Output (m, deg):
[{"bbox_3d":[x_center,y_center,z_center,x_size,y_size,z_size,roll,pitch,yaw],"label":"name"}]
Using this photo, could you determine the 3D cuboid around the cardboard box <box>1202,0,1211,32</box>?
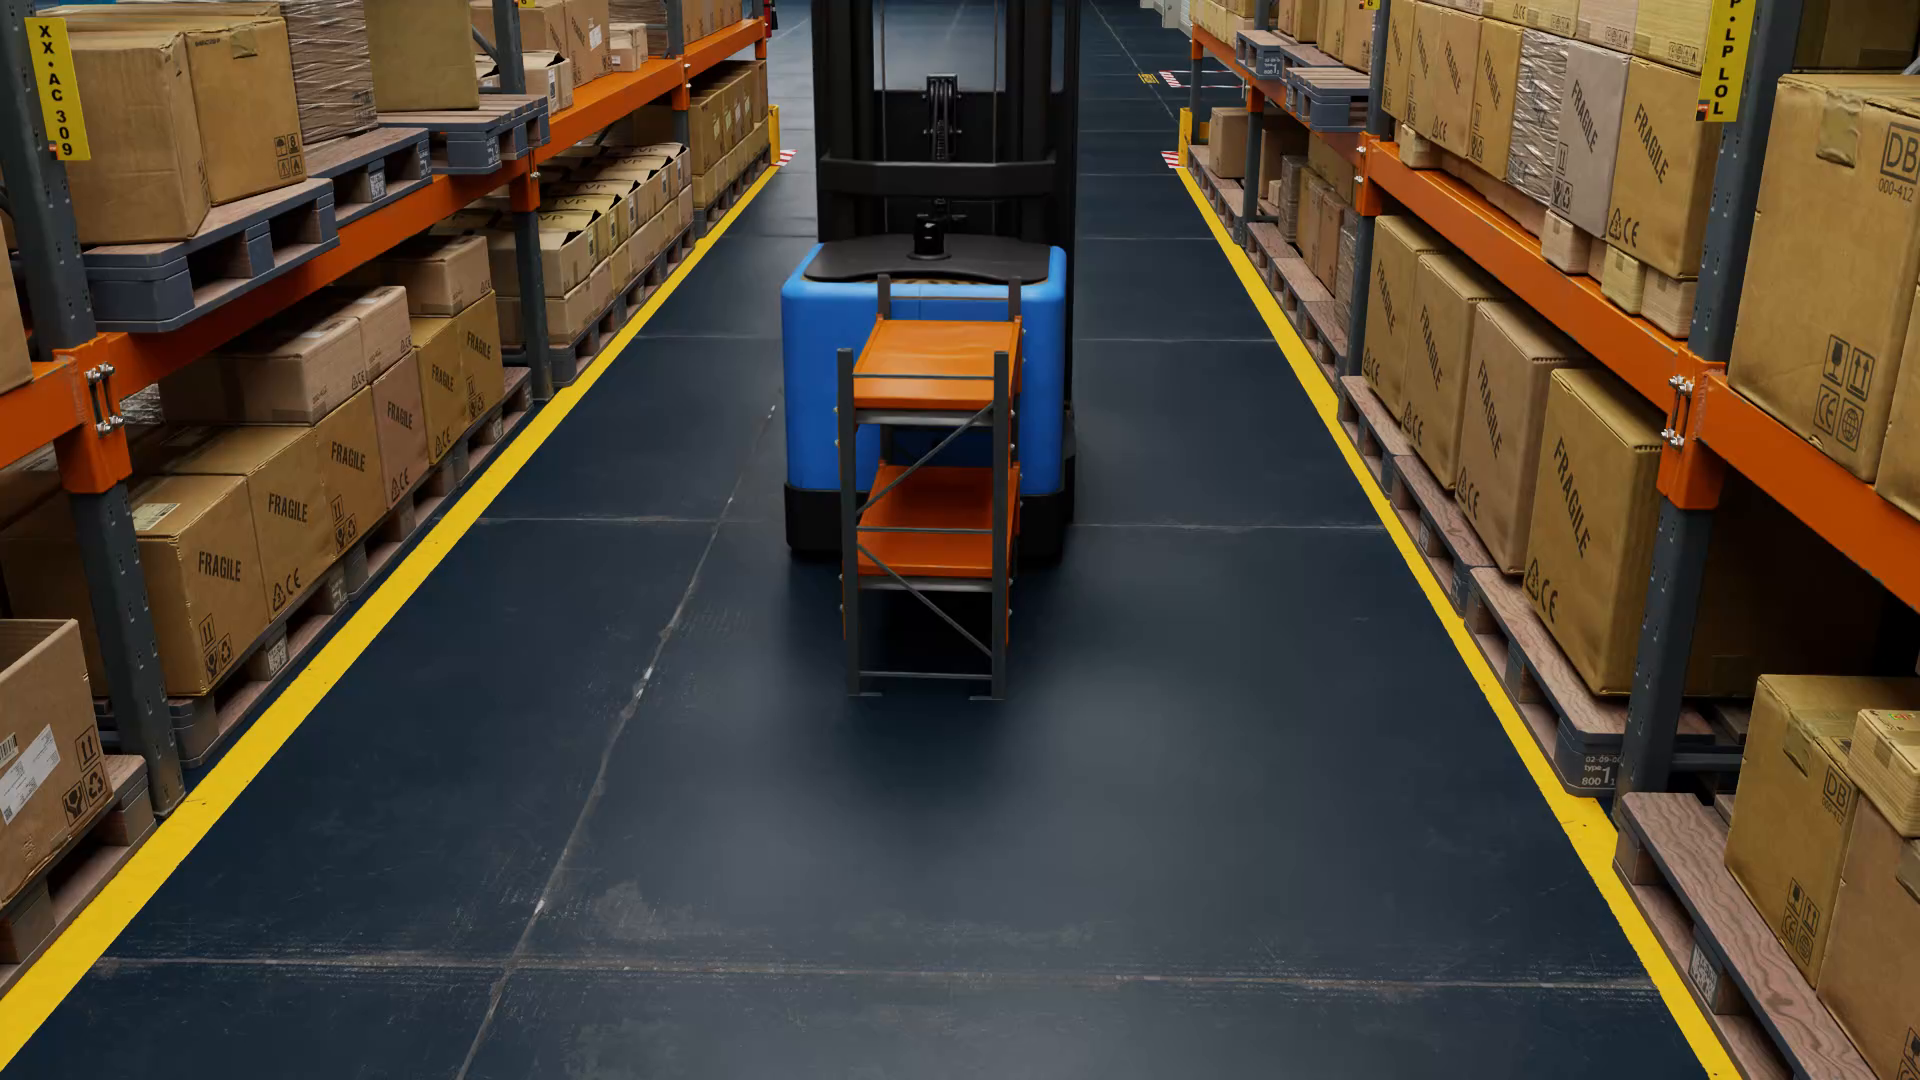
[{"bbox_3d":[2.290,-4.340,13.748,0.500,0.250,0.500,0,21,1],"label":"cardboard box"}]

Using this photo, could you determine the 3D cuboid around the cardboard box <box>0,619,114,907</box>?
[{"bbox_3d":[-2.405,0.509,3.917,0.500,0.500,0.500,1,21,2],"label":"cardboard box"}]

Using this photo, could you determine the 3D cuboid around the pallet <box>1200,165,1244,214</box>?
[{"bbox_3d":[2.543,-2.885,13.673,1.003,0.211,1.213,1,21,2],"label":"pallet"}]

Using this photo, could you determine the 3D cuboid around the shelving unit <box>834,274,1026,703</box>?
[{"bbox_3d":[-0.073,-0.210,5.514,0.538,1.125,1.048,1,21,4],"label":"shelving unit"}]

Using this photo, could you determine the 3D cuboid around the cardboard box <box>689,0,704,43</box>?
[{"bbox_3d":[-2.392,-4.132,12.893,0.700,0.500,0.500,1,21,2],"label":"cardboard box"}]

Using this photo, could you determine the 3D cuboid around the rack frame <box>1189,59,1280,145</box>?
[{"bbox_3d":[2.645,-4.946,15.129,1.000,3.000,0.127,1,21,2],"label":"rack frame"}]

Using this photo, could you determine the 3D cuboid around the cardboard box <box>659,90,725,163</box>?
[{"bbox_3d":[-2.094,-3.161,12.714,0.500,0.500,0.500,1,21,2],"label":"cardboard box"}]

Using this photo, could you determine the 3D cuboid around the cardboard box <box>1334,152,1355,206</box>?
[{"bbox_3d":[2.462,-2.095,9.592,0.500,0.250,0.500,1,21,1],"label":"cardboard box"}]

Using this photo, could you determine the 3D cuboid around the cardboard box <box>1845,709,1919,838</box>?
[{"bbox_3d":[1.962,0.451,3.198,0.380,0.149,0.250,1,21,3],"label":"cardboard box"}]

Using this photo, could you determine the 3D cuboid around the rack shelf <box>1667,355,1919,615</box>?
[{"bbox_3d":[2.219,0.451,2.213,1.077,0.370,4.000,1,21,2],"label":"rack shelf"}]

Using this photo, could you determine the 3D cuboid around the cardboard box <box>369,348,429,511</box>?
[{"bbox_3d":[-2.370,-0.429,6.334,0.500,0.500,0.500,0,21,0],"label":"cardboard box"}]

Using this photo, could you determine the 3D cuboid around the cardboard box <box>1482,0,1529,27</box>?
[{"bbox_3d":[2.094,-1.876,5.604,0.500,0.250,0.500,0,21,1],"label":"cardboard box"}]

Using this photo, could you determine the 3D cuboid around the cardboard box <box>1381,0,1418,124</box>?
[{"bbox_3d":[2.131,-2.075,7.153,0.500,0.500,0.500,1,21,3],"label":"cardboard box"}]

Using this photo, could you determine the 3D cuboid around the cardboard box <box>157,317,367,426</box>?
[{"bbox_3d":[-2.383,-0.583,5.696,0.500,0.250,0.500,1,21,2],"label":"cardboard box"}]

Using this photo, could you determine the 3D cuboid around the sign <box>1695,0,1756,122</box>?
[{"bbox_3d":[1.737,-1.112,3.758,0.100,0.325,0.005,1,21,2],"label":"sign"}]

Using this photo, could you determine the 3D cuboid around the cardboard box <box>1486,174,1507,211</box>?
[{"bbox_3d":[2.124,-1.274,5.986,0.380,0.149,0.250,1,21,2],"label":"cardboard box"}]

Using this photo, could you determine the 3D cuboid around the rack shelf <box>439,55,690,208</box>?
[{"bbox_3d":[-2.489,-2.494,9.805,1.077,0.370,4.000,1,21,2],"label":"rack shelf"}]

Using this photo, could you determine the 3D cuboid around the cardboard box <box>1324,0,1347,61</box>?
[{"bbox_3d":[2.421,-2.926,9.176,0.700,0.500,0.500,1,21,2],"label":"cardboard box"}]

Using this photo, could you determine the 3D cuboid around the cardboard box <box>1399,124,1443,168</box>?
[{"bbox_3d":[2.051,-1.643,6.936,0.380,0.149,0.250,1,21,3],"label":"cardboard box"}]

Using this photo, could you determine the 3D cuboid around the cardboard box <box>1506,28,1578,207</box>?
[{"bbox_3d":[2.071,-1.337,5.252,0.500,0.500,0.500,1,21,2],"label":"cardboard box"}]

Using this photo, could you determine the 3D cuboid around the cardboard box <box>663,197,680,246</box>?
[{"bbox_3d":[-2.168,-2.131,11.094,0.500,0.250,0.500,0,21,1],"label":"cardboard box"}]

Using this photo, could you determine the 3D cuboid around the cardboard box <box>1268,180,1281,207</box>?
[{"bbox_3d":[2.509,-2.578,12.334,0.380,0.166,0.250,-2,21,-5],"label":"cardboard box"}]

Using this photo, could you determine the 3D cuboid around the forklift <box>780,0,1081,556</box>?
[{"bbox_3d":[-0.039,-1.795,7.104,1.130,2.935,3.031,1,21,4],"label":"forklift"}]

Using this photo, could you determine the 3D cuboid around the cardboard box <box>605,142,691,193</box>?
[{"bbox_3d":[-2.154,-2.578,11.473,0.500,0.311,0.500,1,21,2],"label":"cardboard box"}]

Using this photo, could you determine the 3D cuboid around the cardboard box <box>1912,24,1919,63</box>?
[{"bbox_3d":[2.554,-1.315,4.157,0.500,0.250,0.500,1,21,3],"label":"cardboard box"}]

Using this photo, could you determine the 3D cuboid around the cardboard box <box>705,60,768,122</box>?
[{"bbox_3d":[-2.026,-4.065,15.043,0.500,0.500,0.500,1,21,2],"label":"cardboard box"}]

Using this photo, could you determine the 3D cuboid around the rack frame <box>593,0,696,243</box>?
[{"bbox_3d":[-2.428,-3.553,11.538,1.000,3.000,0.127,1,21,2],"label":"rack frame"}]

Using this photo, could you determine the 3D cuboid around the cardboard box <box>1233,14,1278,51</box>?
[{"bbox_3d":[2.235,-3.614,11.875,0.500,0.250,0.500,1,21,2],"label":"cardboard box"}]

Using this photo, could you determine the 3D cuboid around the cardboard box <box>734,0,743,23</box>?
[{"bbox_3d":[-2.334,-4.877,14.813,0.700,0.500,0.500,1,21,2],"label":"cardboard box"}]

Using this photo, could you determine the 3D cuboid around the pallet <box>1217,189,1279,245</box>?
[{"bbox_3d":[2.508,-2.443,12.533,1.003,0.211,1.213,1,21,2],"label":"pallet"}]

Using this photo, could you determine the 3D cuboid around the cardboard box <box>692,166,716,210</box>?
[{"bbox_3d":[-2.111,-2.631,12.383,0.500,0.250,0.500,1,21,2],"label":"cardboard box"}]

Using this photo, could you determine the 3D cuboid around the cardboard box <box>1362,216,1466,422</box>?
[{"bbox_3d":[2.248,-0.982,7.305,0.750,0.750,0.750,0,21,1],"label":"cardboard box"}]

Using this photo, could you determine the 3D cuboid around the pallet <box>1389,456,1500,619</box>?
[{"bbox_3d":[2.262,-0.029,6.312,1.003,0.211,1.213,1,21,2],"label":"pallet"}]

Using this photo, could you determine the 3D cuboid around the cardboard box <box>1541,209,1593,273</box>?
[{"bbox_3d":[1.993,-0.905,5.035,0.380,0.149,0.250,1,21,2],"label":"cardboard box"}]

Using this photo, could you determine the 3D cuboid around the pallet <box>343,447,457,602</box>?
[{"bbox_3d":[-2.650,-0.097,6.487,1.003,0.211,1.213,1,21,2],"label":"pallet"}]

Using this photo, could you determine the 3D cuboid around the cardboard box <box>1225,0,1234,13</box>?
[{"bbox_3d":[2.238,-4.143,12.204,0.500,0.500,0.500,1,21,1],"label":"cardboard box"}]

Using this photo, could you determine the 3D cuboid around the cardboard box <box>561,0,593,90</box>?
[{"bbox_3d":[-2.499,-2.950,9.848,0.500,0.500,0.500,1,21,2],"label":"cardboard box"}]

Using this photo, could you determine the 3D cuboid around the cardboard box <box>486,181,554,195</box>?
[{"bbox_3d":[-2.735,-2.025,10.048,0.500,0.311,0.500,1,21,3],"label":"cardboard box"}]

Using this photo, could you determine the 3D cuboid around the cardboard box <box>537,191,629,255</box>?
[{"bbox_3d":[-2.215,-1.842,9.576,0.500,0.311,0.500,0,21,0],"label":"cardboard box"}]

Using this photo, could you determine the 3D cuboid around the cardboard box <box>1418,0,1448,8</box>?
[{"bbox_3d":[2.114,-2.242,6.546,0.500,0.250,0.500,0,21,1],"label":"cardboard box"}]

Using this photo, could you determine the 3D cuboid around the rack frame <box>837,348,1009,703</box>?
[{"bbox_3d":[-0.108,-0.026,5.041,0.500,1.125,0.032,1,21,4],"label":"rack frame"}]

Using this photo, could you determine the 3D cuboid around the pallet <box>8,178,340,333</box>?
[{"bbox_3d":[-2.538,-0.858,4.860,1.003,0.211,1.213,1,21,2],"label":"pallet"}]

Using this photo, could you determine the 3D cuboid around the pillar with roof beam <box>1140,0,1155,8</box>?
[{"bbox_3d":[-0.085,-16.205,35.853,9.100,9.000,0.400,1,21,2],"label":"pillar with roof beam"}]

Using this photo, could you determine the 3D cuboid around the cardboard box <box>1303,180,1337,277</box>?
[{"bbox_3d":[2.496,-1.902,10.130,0.700,0.500,0.500,1,21,2],"label":"cardboard box"}]

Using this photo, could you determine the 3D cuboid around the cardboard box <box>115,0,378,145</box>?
[{"bbox_3d":[-2.675,-1.791,6.280,0.700,0.500,0.500,5,22,12],"label":"cardboard box"}]

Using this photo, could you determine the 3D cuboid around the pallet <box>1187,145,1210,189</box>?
[{"bbox_3d":[2.582,-3.325,14.806,1.003,0.211,1.213,1,21,2],"label":"pallet"}]

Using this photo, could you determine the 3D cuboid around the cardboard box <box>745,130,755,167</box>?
[{"bbox_3d":[-2.044,-3.354,14.247,0.500,0.250,0.500,1,21,2],"label":"cardboard box"}]

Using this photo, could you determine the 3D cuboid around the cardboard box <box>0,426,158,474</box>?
[{"bbox_3d":[-2.920,-0.060,5.385,0.500,0.500,0.500,1,21,2],"label":"cardboard box"}]

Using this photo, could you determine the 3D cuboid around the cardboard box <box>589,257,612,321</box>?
[{"bbox_3d":[-2.226,-1.388,9.181,0.500,0.250,0.500,0,21,0],"label":"cardboard box"}]

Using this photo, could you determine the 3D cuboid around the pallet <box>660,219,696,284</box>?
[{"bbox_3d":[-2.412,-1.986,11.355,1.003,0.211,1.213,1,21,2],"label":"pallet"}]

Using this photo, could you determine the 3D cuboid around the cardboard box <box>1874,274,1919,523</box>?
[{"bbox_3d":[2.219,-0.287,2.707,0.980,0.700,0.700,0,21,0],"label":"cardboard box"}]
